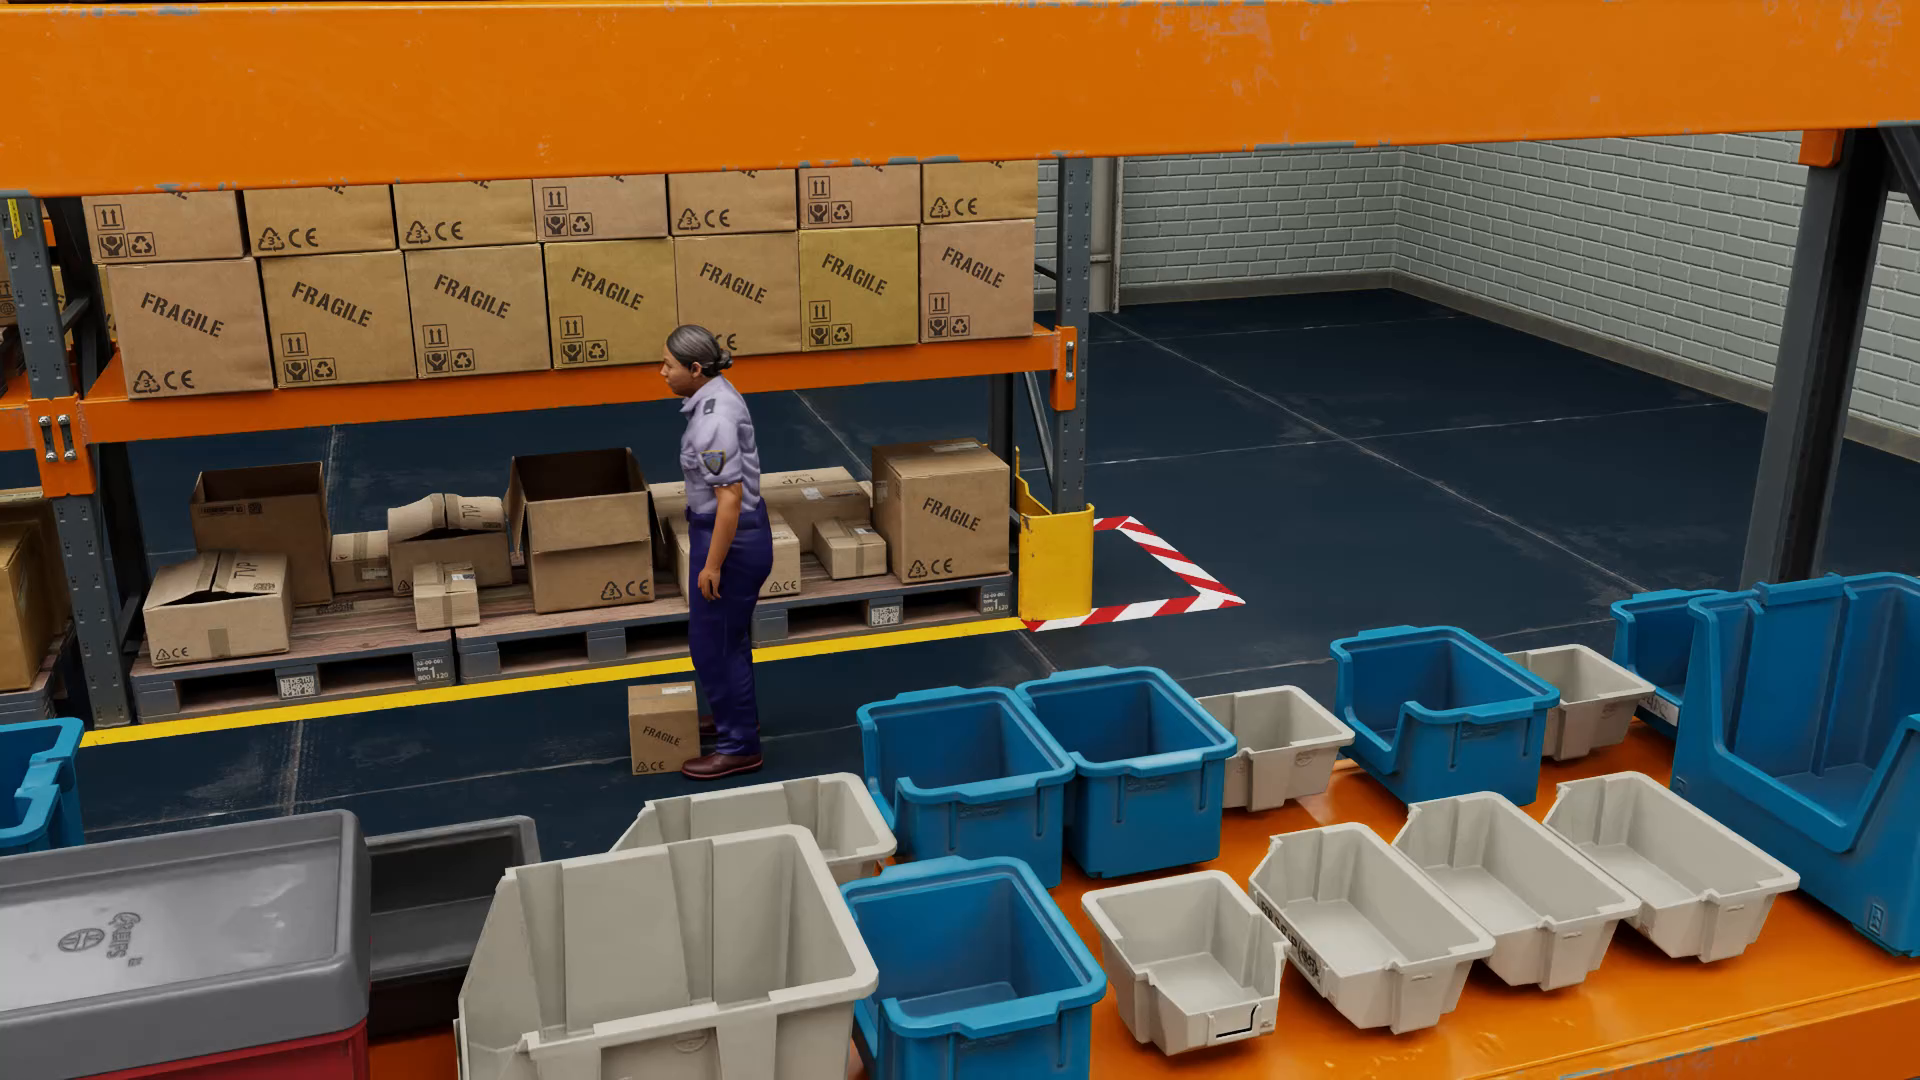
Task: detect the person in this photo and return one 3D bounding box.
[{"bbox_3d":[-0.878,0.029,5.999,0.335,1.651,0.538,-2,19,-7],"label":"person"}]
